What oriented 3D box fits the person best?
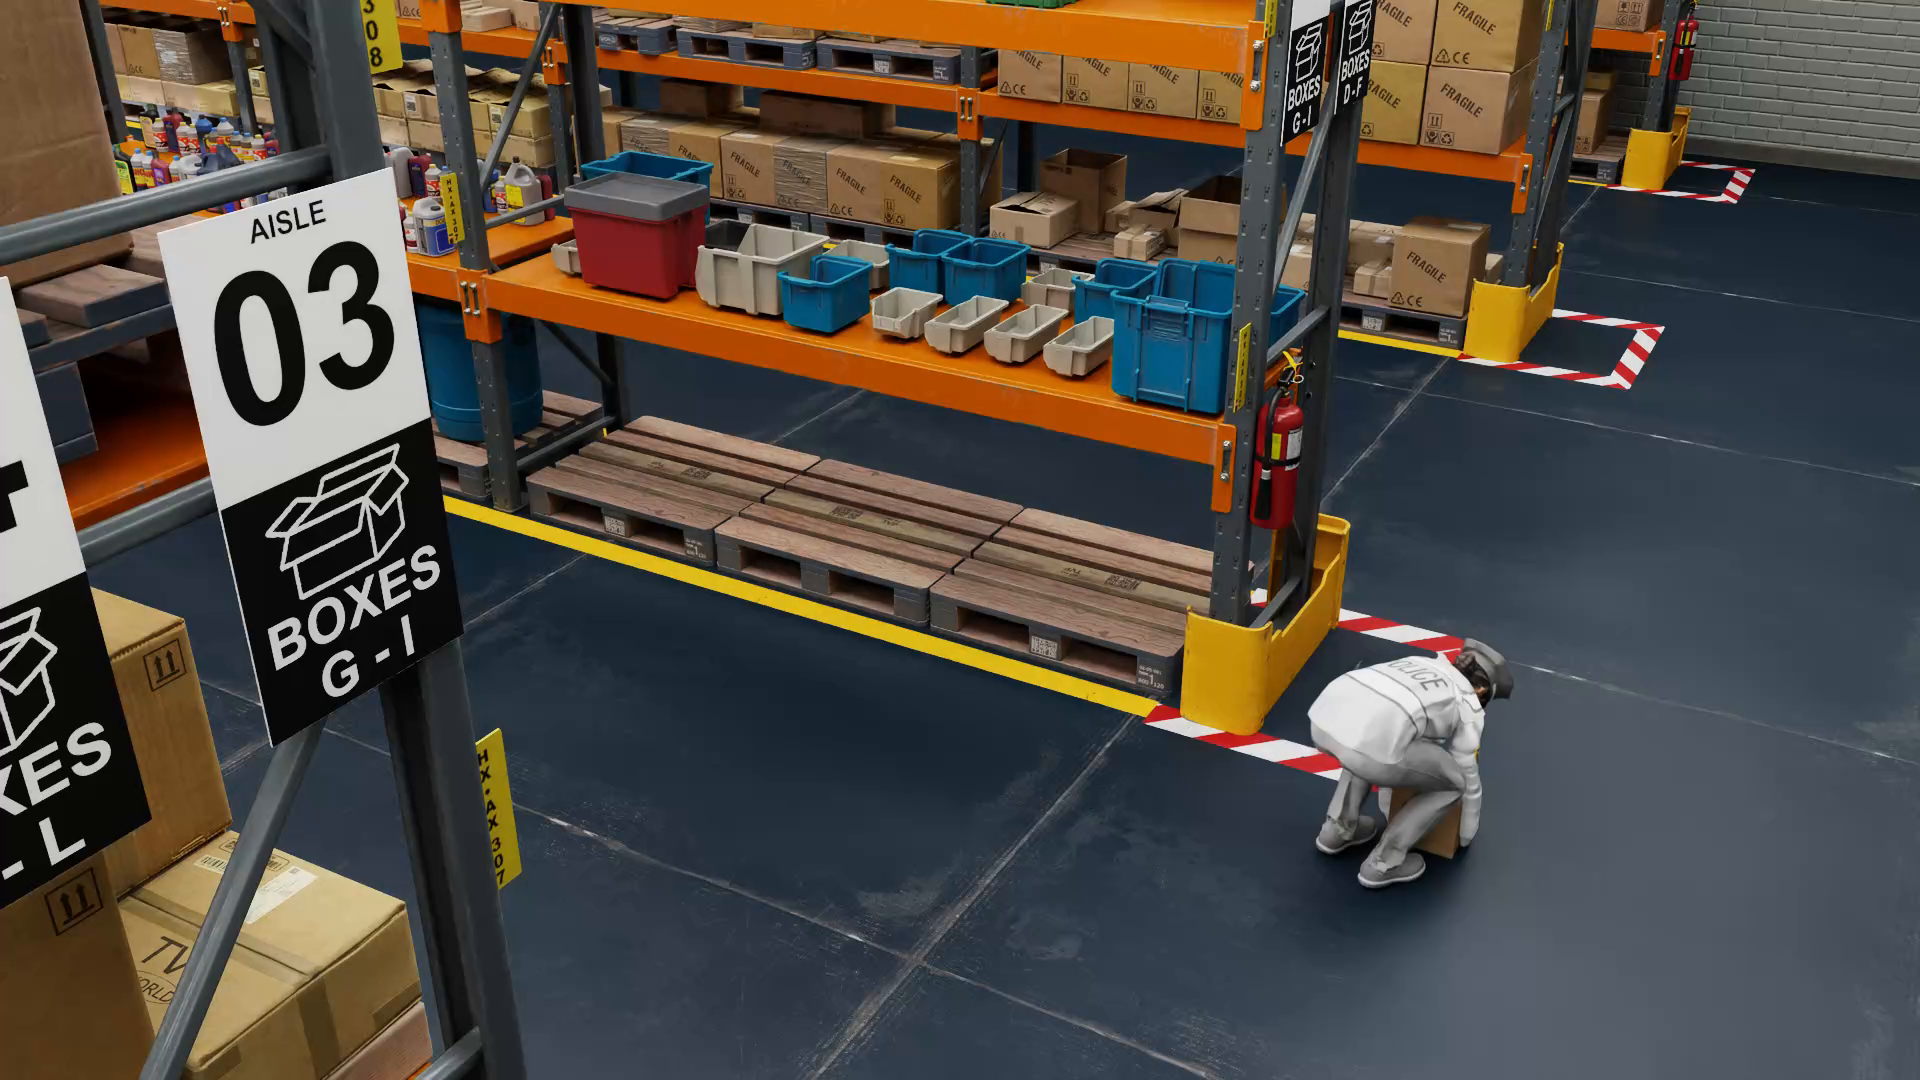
[{"bbox_3d":[1.639,0.788,6.031,0.902,0.811,0.467,-16,31,-29],"label":"person"}]
